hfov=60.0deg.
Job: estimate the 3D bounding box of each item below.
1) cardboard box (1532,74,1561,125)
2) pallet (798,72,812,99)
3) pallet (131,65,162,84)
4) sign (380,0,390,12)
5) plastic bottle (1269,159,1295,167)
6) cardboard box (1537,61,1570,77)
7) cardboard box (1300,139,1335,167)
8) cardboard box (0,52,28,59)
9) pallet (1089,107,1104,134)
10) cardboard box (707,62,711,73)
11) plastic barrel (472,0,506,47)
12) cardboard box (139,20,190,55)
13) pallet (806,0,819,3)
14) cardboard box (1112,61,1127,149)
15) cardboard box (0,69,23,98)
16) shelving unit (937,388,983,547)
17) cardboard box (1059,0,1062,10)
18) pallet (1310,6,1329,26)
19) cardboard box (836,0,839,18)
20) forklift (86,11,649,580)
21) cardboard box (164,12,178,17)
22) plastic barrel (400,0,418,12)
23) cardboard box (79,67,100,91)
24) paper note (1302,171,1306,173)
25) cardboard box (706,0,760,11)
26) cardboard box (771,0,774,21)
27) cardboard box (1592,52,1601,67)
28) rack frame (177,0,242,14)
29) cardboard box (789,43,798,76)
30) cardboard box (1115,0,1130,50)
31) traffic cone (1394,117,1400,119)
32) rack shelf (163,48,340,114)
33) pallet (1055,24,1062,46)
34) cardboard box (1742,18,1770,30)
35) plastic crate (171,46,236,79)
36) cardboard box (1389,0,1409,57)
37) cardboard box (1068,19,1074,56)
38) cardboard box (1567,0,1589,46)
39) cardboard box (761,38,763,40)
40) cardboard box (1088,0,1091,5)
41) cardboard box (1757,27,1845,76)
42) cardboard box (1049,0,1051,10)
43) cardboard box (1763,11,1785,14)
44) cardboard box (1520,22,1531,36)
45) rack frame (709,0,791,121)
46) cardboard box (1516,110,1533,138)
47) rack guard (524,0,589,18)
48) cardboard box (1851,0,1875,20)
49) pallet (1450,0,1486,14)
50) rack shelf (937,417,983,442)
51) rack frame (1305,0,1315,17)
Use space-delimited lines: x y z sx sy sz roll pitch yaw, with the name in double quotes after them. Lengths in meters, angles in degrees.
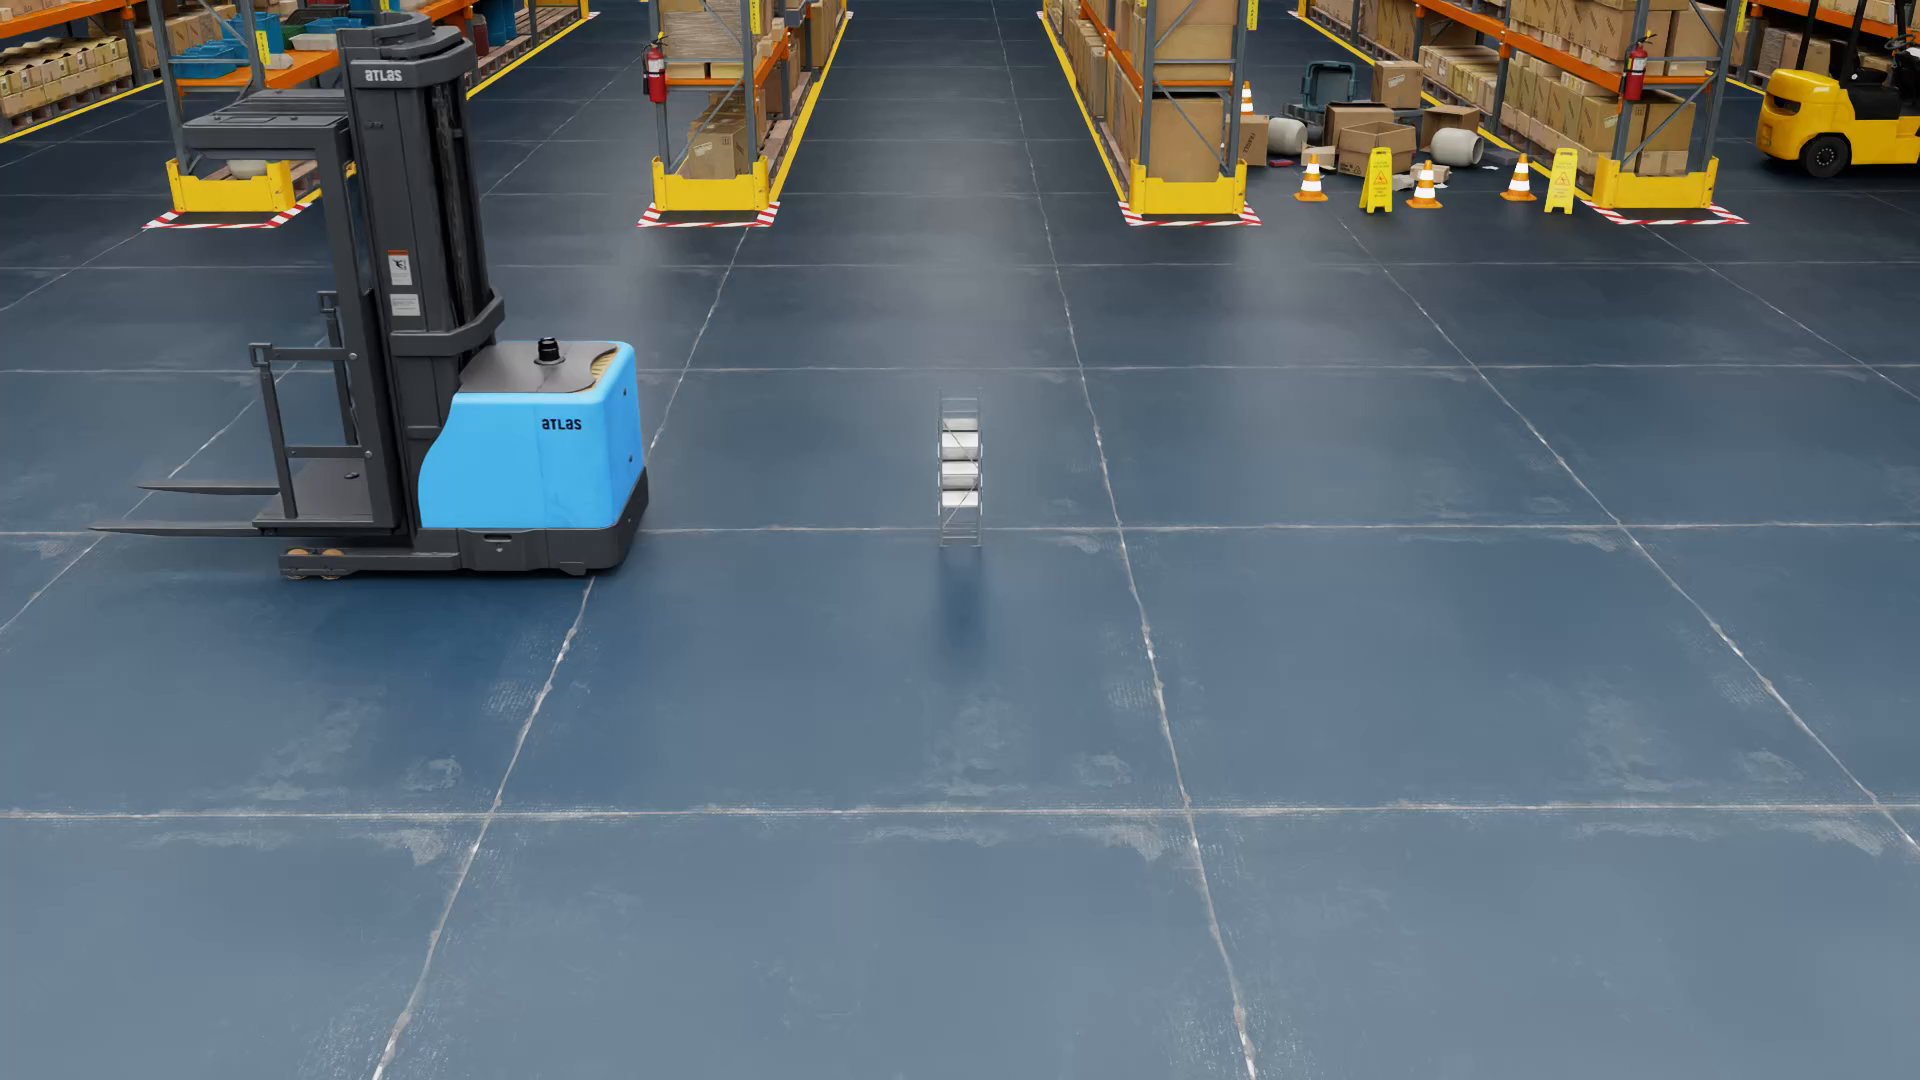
7.023 -5.138 19.387 0.500 0.500 0.500 1 24 2 "cardboard box"
-2.681 -6.548 23.971 1.003 0.211 1.213 0 24 -1 "pallet"
-12.564 -7.134 25.268 1.003 0.211 1.213 0 24 -1 "pallet"
-7.046 -6.594 20.353 0.100 0.325 0.005 0 24 -1 "sign"
3.759 -4.398 19.400 0.283 0.061 0.133 -9 26 -19 "plastic bottle"
6.957 -5.493 19.386 0.380 0.149 0.250 1 24 2 "cardboard box"
4.177 -4.527 19.437 0.396 0.266 0.258 4 25 9 "cardboard box"
-12.858 -6.436 22.486 0.500 0.311 0.500 -1 24 -1 "cardboard box"
2.233 -5.520 21.698 1.003 0.211 1.213 0 24 -1 "pallet"
-2.812 -4.949 17.356 0.380 0.149 0.250 0 24 -1 "cardboard box"
-7.687 -8.485 26.908 0.600 0.901 0.708 0 24 -1 "plastic barrel"
-12.324 -7.770 25.789 0.500 0.500 0.500 -1 24 -1 "cardboard box"
-2.573 -7.759 23.499 1.213 0.211 1.003 0 24 -1 "pallet"
2.267 -5.065 19.377 0.875 0.875 0.875 0 24 0 "cardboard box"
-12.305 -5.814 21.112 0.500 0.311 0.500 0 24 0 "cardboard box"
0.000 -0.413 9.572 0.258 0.900 0.210 0 24 -1 "shelving unit"
1.913 -9.285 28.869 0.380 0.149 0.250 0 24 -1 "cardboard box"
7.221 -9.881 31.342 1.003 0.211 1.213 0 24 -1 "pallet"
-2.678 -10.021 30.337 0.875 0.875 0.875 0 24 -1 "cardboard box"
-3.405 -1.333 9.140 3.031 2.935 1.130 0 24 1 "forklift"
-12.861 -8.181 26.697 0.500 0.500 0.500 0 24 0 "cardboard box"
-7.396 -7.229 21.929 0.433 0.535 0.433 0 24 0 "plastic barrel"
-12.332 -6.400 23.088 0.500 0.250 0.500 0 24 1 "cardboard box"
3.960 -4.228 19.086 0.032 0.001 0.123 13 27 27 "paper note"
-2.334 -5.708 17.035 0.500 0.500 0.500 0 24 -1 "cardboard box"
-2.701 -6.487 19.971 0.875 0.500 0.500 0 24 -1 "cardboard box"
6.996 -5.136 17.772 0.380 0.149 0.250 -1 24 -1 "cardboard box"
-12.637 -9.745 27.657 1.000 3.000 0.127 0 24 -1 "rack frame"
-2.642 -6.697 23.417 0.700 0.500 0.500 -2 24 -5 "cardboard box"
2.250 -5.939 19.060 0.875 0.550 0.550 0 24 -1 "cardboard box"
5.852 -5.885 22.201 0.336 0.463 0.334 0 24 -1 "traffic cone"
-7.575 -5.318 18.741 1.077 0.370 4.000 0 24 -1 "rack shelf"
2.187 -8.775 28.896 1.003 0.211 1.213 0 24 -1 "pallet"
11.926 -7.759 25.002 0.380 0.149 0.250 -1 24 -3 "cardboard box"
-7.858 -4.958 17.254 0.499 0.251 0.616 0 24 -1 "plastic crate"
7.292 -8.060 26.001 0.875 0.875 0.875 0 24 0 "cardboard box"
1.981 -7.875 26.046 0.500 0.500 0.500 -1 24 -3 "cardboard box"
7.025 -5.704 18.240 0.500 0.500 0.500 0 24 -1 "cardboard box"
-2.420 -5.569 18.727 0.380 0.149 0.250 0 24 -1 "cardboard box"
2.022 -7.563 22.710 0.500 0.500 0.500 0 24 -1 "cardboard box"
12.178 -7.061 24.094 0.875 0.625 0.625 1 24 1 "cardboard box"
1.871 -10.092 31.374 0.380 0.149 0.250 0 24 1 "cardboard box"
12.522 -8.097 25.749 0.380 0.149 0.250 -1 24 -3 "cardboard box"
7.003 -6.187 20.094 0.380 0.149 0.250 0 24 1 "cardboard box"
-2.644 -6.492 20.464 1.000 3.000 0.127 0 24 -1 "rack frame"
7.019 -5.011 20.016 0.500 0.250 0.500 1 24 2 "cardboard box"
-7.741 -10.285 31.884 1.175 0.500 0.348 0 24 -1 "rack guard"
11.951 -6.905 21.560 0.500 0.250 0.500 0 24 -1 "cardboard box"
7.284 -7.282 22.443 1.003 0.211 1.213 0 24 -1 "pallet"
0.000 -0.629 9.474 0.258 0.077 0.200 0 24 -1 "rack shelf"
7.135 -11.481 31.495 1.000 3.000 0.127 0 24 -1 "rack frame"
